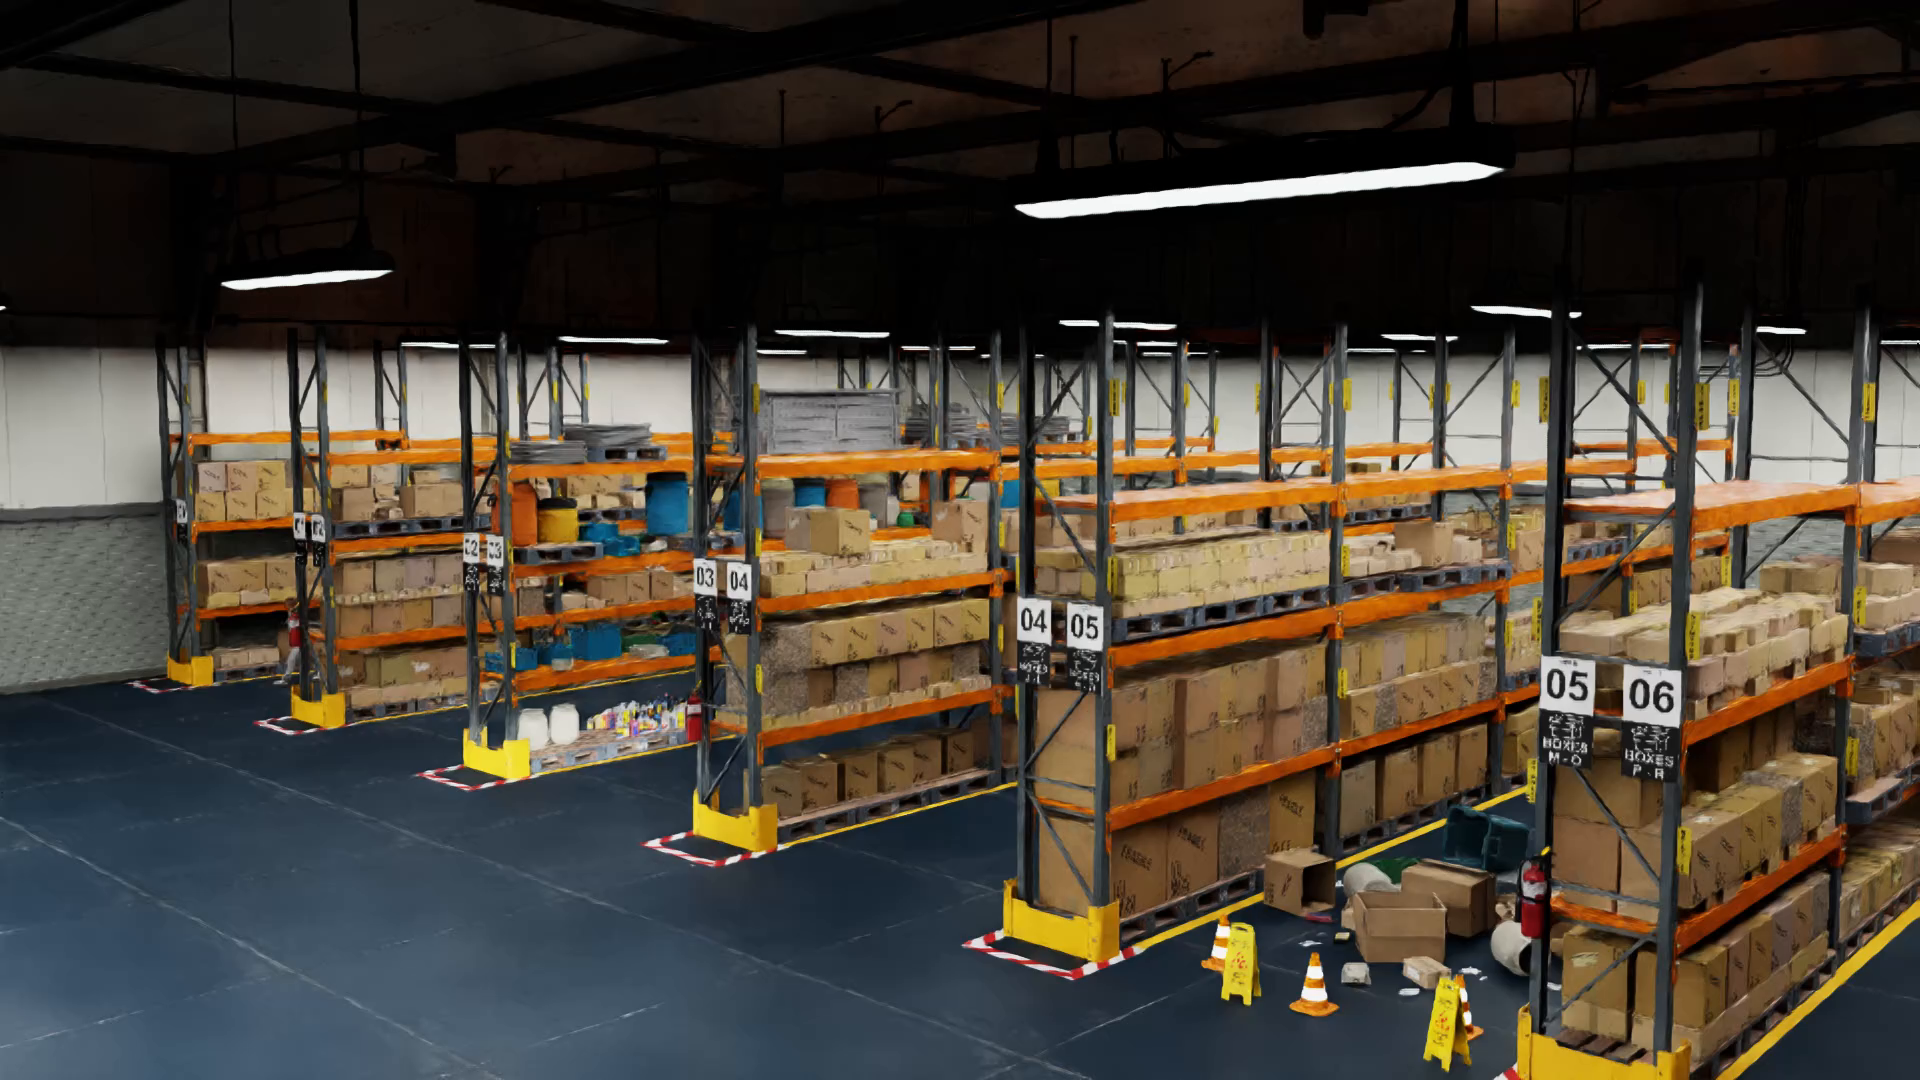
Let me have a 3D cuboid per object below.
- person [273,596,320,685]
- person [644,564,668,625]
[{"bbox_3d":[-11.403,1.706,28.649,1.036,1.517,0.417,-5,7,-44],"label":"person"},{"bbox_3d":[-6.278,1.092,34.076,0.528,1.727,1.030,4,7,35],"label":"person"}]
